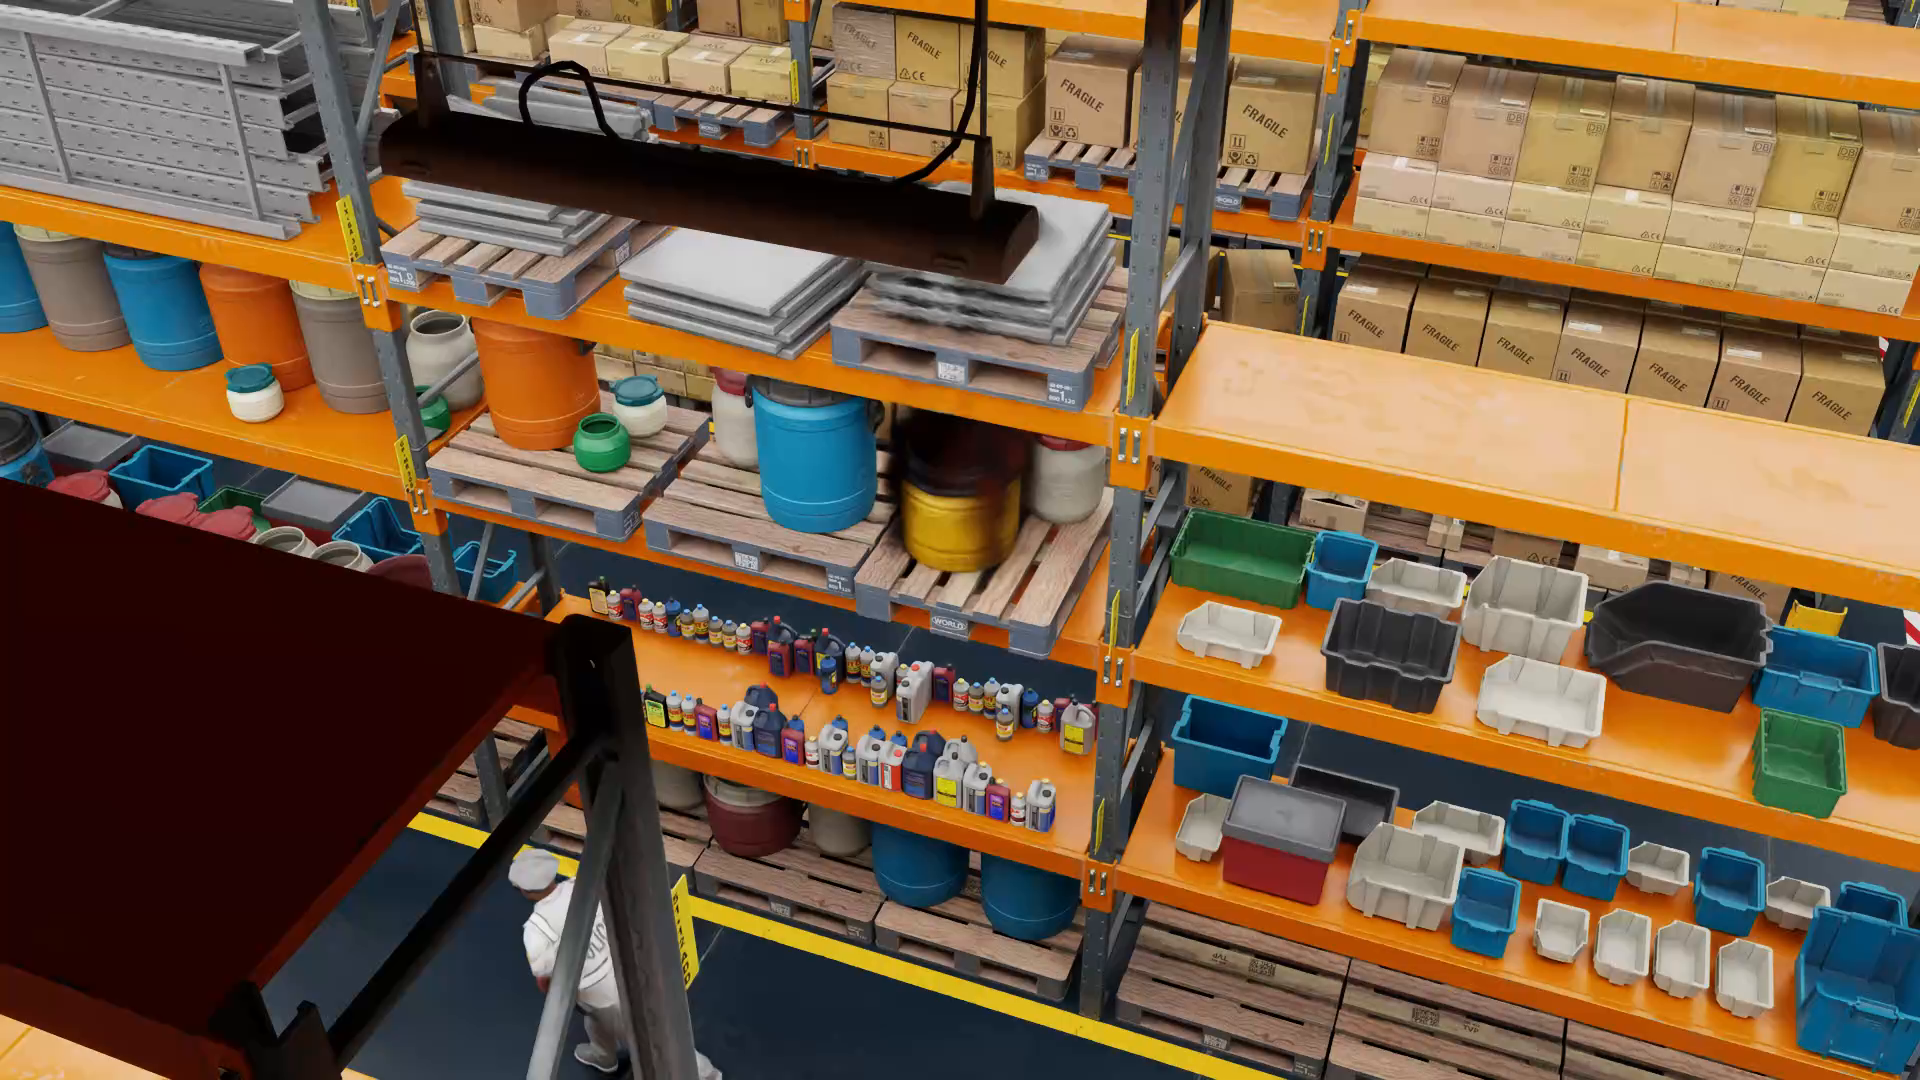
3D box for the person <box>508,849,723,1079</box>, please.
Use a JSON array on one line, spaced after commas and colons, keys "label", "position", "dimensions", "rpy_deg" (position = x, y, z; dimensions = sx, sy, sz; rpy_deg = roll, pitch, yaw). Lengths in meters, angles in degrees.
[{"label": "person", "position": [-1.821, 2.390, 8.846], "dimensions": [1.051, 1.614, 0.659], "rpy_deg": [14, 39, 19]}]
